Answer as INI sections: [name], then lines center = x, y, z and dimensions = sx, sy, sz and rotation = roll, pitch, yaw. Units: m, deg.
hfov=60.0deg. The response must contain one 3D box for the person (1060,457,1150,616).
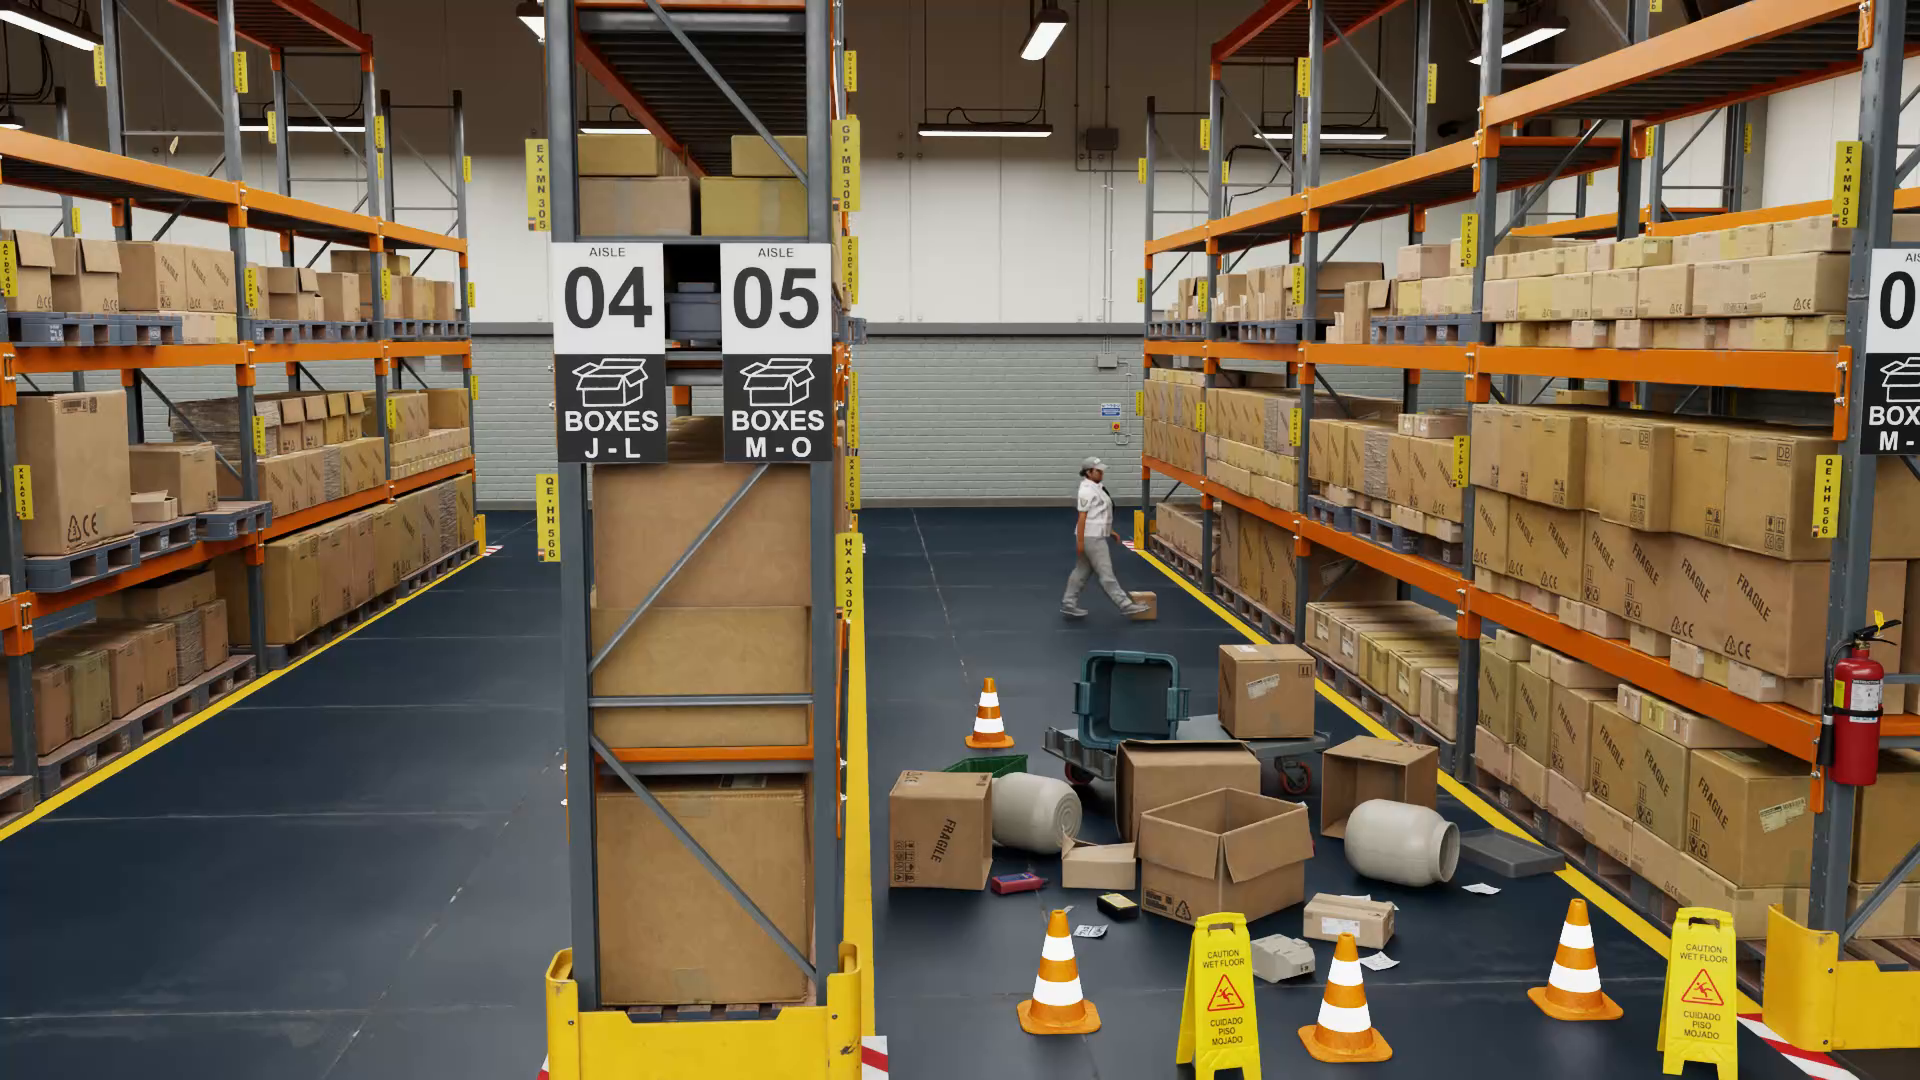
[person]
center = 1.476, -0.028, 16.878
dimensions = 0.926, 1.626, 0.485
rotation = 1, 7, 9
